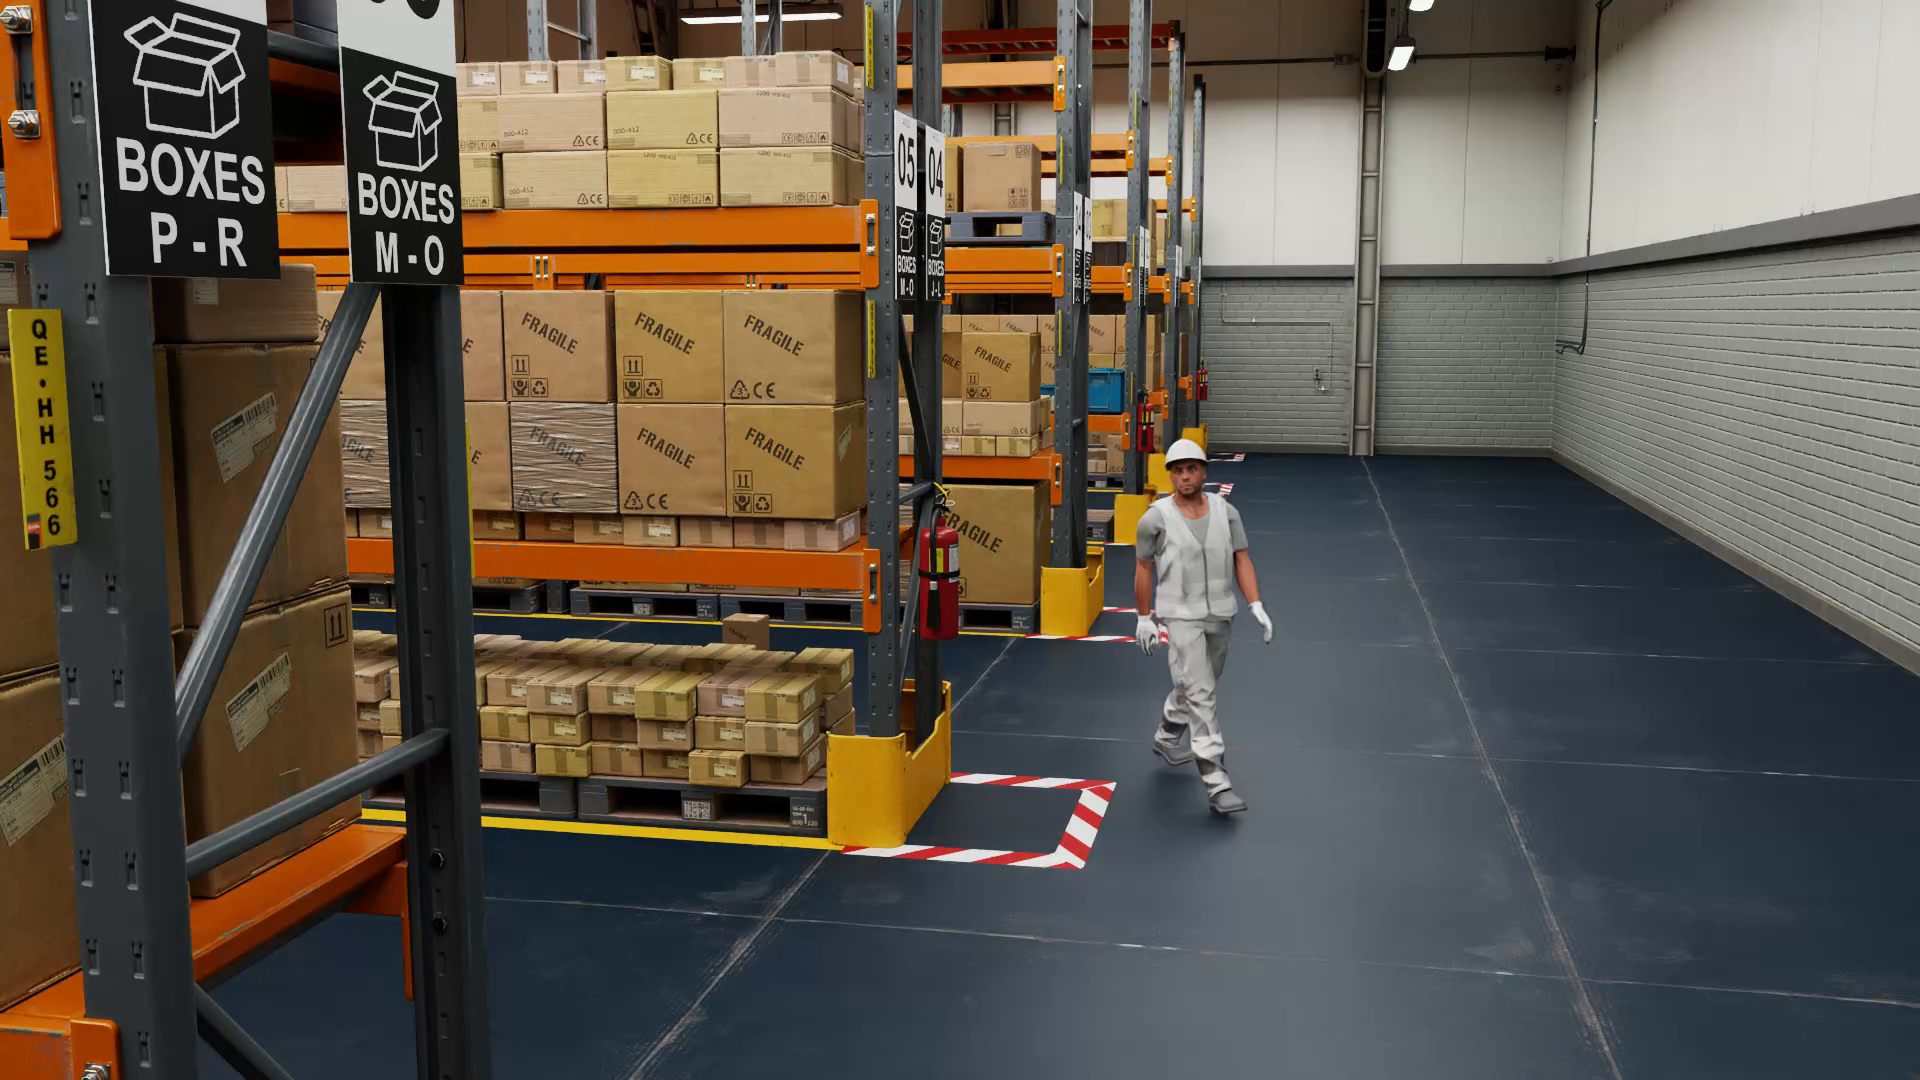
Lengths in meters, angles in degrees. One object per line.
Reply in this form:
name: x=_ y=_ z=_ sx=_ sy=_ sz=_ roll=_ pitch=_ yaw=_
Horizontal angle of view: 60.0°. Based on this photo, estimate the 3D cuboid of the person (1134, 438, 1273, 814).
person: x=1.162 y=0.381 z=8.055 sx=0.573 sy=1.745 sz=1.059 roll=-3 pitch=8 yaw=-19
